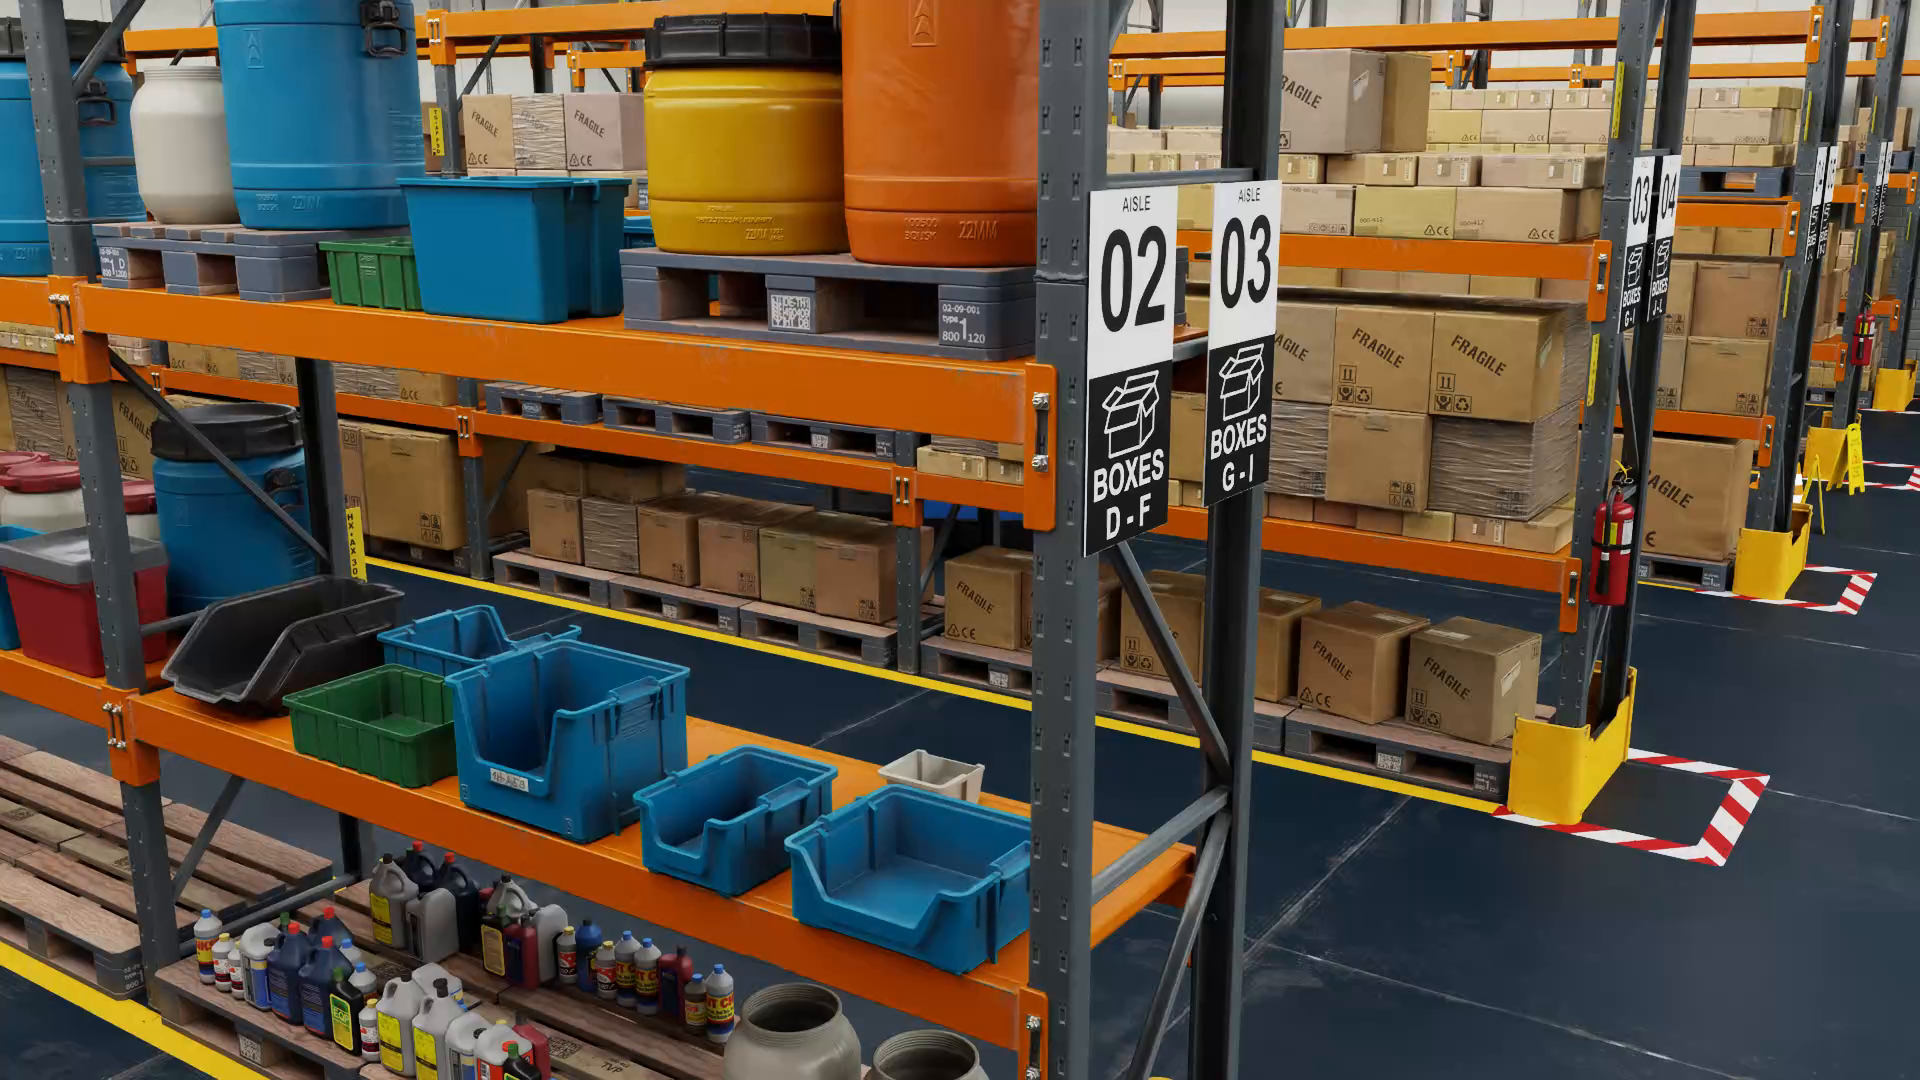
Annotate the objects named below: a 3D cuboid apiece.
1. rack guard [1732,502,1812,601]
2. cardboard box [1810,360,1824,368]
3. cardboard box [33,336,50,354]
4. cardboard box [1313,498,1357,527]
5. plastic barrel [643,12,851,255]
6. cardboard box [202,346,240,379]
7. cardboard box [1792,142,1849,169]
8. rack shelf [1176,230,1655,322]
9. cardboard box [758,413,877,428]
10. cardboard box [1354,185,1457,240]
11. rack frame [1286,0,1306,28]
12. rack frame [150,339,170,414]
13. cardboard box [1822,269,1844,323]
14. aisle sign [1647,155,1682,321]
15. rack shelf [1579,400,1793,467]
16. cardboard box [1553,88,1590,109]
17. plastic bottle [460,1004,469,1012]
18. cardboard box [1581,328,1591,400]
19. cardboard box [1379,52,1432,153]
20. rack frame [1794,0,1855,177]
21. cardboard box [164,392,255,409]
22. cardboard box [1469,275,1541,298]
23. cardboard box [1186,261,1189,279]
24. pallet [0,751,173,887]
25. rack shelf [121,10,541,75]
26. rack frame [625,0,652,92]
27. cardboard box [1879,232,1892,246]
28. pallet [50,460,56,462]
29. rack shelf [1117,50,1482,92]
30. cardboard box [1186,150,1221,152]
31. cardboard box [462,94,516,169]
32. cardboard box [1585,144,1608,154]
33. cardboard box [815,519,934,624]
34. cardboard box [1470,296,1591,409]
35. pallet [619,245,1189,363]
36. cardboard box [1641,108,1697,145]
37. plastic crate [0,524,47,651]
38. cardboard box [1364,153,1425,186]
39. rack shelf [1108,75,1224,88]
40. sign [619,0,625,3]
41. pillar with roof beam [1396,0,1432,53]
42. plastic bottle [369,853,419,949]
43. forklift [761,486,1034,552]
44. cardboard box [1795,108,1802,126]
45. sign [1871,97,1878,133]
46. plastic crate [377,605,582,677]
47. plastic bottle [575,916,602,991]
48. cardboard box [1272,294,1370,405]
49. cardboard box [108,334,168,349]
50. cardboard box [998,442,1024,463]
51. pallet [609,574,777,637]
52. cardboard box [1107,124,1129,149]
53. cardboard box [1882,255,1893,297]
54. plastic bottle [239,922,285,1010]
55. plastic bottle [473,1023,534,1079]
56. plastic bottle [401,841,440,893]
[{"bbox_3d":[6.127,0.063,12.529,0.348,0.500,1.175,9,17,33],"label":"rack guard"},{"bbox_3d":[10.564,-2.329,20.796,0.500,0.250,0.500,9,17,32],"label":"cardboard box"},{"bbox_3d":[-8.416,-1.848,15.569,0.250,0.149,0.380,10,17,34],"label":"cardboard box"},{"bbox_3d":[2.076,-0.189,8.867,0.250,0.149,0.380,9,17,33],"label":"cardboard box"},{"bbox_3d":[-0.527,-1.070,4.394,0.600,0.588,0.600,0,14,0],"label":"plastic barrel"},{"bbox_3d":[-6.043,-1.658,14.068,0.500,0.500,0.500,9,17,33],"label":"cardboard box"},{"bbox_3d":[8.210,-3.697,15.966,0.500,0.250,0.500,9,16,32],"label":"cardboard box"},{"bbox_3d":[1.595,-1.554,9.111,4.000,0.370,1.077,9,17,33],"label":"rack shelf"},{"bbox_3d":[-0.646,-1.344,10.889,1.000,1.000,1.000,9,17,33],"label":"cardboard box"},{"bbox_3d":[2.297,-1.642,8.284,0.500,0.250,0.500,9,17,33],"label":"cardboard box"},{"bbox_3d":[4.914,-7.130,23.897,0.127,3.000,1.000,9,17,33],"label":"rack frame"},{"bbox_3d":[-6.703,-1.788,14.803,0.127,3.000,1.000,9,17,33],"label":"rack frame"},{"bbox_3d":[8.547,-2.466,16.716,0.500,0.500,0.500,9,16,32],"label":"cardboard box"},{"bbox_3d":[3.473,-1.492,8.197,0.004,0.787,0.394,9,17,33],"label":"aisle sign"},{"bbox_3d":[4.447,-1.073,13.412,4.000,0.370,1.077,9,17,33],"label":"rack shelf"},{"bbox_3d":[4.583,-3.276,12.352,0.250,0.149,0.380,9,16,32],"label":"cardboard box"},{"bbox_3d":[-1.696,1.686,5.679,0.097,0.201,0.097,0,14,0],"label":"plastic bottle"},{"bbox_3d":[4.910,-1.437,13.073,0.550,0.550,0.875,9,17,33],"label":"cardboard box"},{"bbox_3d":[2.173,-2.323,8.855,0.500,0.500,0.500,9,17,33],"label":"cardboard box"},{"bbox_3d":[6.107,-4.066,11.521,0.127,3.000,1.000,9,17,33],"label":"rack frame"},{"bbox_3d":[-6.160,-0.878,14.677,0.875,0.875,1.225,9,17,33],"label":"cardboard box"},{"bbox_3d":[4.411,-2.011,13.145,0.500,0.550,0.875,9,17,33],"label":"cardboard box"},{"bbox_3d":[1.944,-2.358,14.818,0.500,0.500,0.700,9,16,32],"label":"cardboard box"},{"bbox_3d":[-4.519,1.365,7.869,1.213,0.211,1.003,9,17,33],"label":"pallet"},{"bbox_3d":[-5.043,-3.888,13.133,4.000,0.370,1.077,9,17,33],"label":"rack shelf"},{"bbox_3d":[-4.491,-7.212,24.231,0.127,3.000,1.000,9,17,33],"label":"rack frame"},{"bbox_3d":[11.138,-3.658,20.182,0.250,0.149,0.380,9,17,33],"label":"cardboard box"},{"bbox_3d":[-8.307,-0.715,16.273,1.213,0.211,1.003,9,17,33],"label":"pallet"},{"bbox_3d":[2.147,-4.237,20.368,8.000,3.170,1.077,9,17,33],"label":"rack shelf"},{"bbox_3d":[1.463,-2.130,9.425,0.250,0.149,0.380,10,17,35],"label":"cardboard box"},{"bbox_3d":[-3.137,-2.884,11.741,0.500,0.500,0.500,9,17,33],"label":"cardboard box"},{"bbox_3d":[4.797,-2.854,12.308,0.250,0.149,0.380,9,16,32],"label":"cardboard box"},{"bbox_3d":[-0.562,0.198,11.066,0.500,0.500,0.700,8,16,29],"label":"cardboard box"},{"bbox_3d":[2.950,-0.985,8.651,0.500,0.500,0.500,9,17,33],"label":"cardboard box"},{"bbox_3d":[-0.142,-0.686,4.501,1.213,0.211,1.003,9,17,33],"label":"pallet"},{"bbox_3d":[5.130,-3.011,12.113,0.500,0.250,0.500,9,17,33],"label":"cardboard box"},{"bbox_3d":[-3.918,0.195,6.828,0.575,0.384,0.392,9,17,33],"label":"plastic crate"},{"bbox_3d":[2.190,-1.832,8.223,0.250,0.149,0.380,9,17,33],"label":"cardboard box"},{"bbox_3d":[3.255,-6.854,25.115,4.000,0.370,1.077,9,17,33],"label":"rack shelf"},{"bbox_3d":[-4.806,-7.633,23.656,0.005,0.325,0.100,9,17,33],"label":"sign"},{"bbox_3d":[4.097,-6.276,20.449,0.400,9.000,9.100,9,17,33],"label":"pillar with roof beam"},{"bbox_3d":[-2.214,1.403,6.512,0.185,0.351,0.144,9,17,33],"label":"plastic bottle"},{"bbox_3d":[-3.255,-0.910,11.399,7.733,2.935,5.949,1,14,5],"label":"forklift"},{"bbox_3d":[10.255,-5.070,20.528,0.500,0.500,0.700,9,17,33],"label":"cardboard box"},{"bbox_3d":[8.459,-3.932,15.381,0.005,0.325,0.100,9,17,33],"label":"sign"},{"bbox_3d":[-1.759,0.439,6.116,0.616,0.251,0.499,9,17,33],"label":"plastic crate"},{"bbox_3d":[-1.376,1.528,6.170,0.097,0.271,0.097,0,14,0],"label":"plastic bottle"},{"bbox_3d":[1.829,-1.015,8.772,0.500,0.500,0.500,9,17,33],"label":"cardboard box"},{"bbox_3d":[-7.216,-1.866,14.813,0.500,0.250,0.500,9,16,32],"label":"cardboard box"},{"bbox_3d":[0.670,-0.761,9.828,0.500,0.500,0.875,9,17,33],"label":"cardboard box"},{"bbox_3d":[-1.728,0.371,11.885,1.213,0.211,1.003,9,17,33],"label":"pallet"},{"bbox_3d":[1.210,-3.547,14.769,0.500,0.311,0.500,8,16,31],"label":"cardboard box"},{"bbox_3d":[11.296,-3.315,20.764,0.500,0.500,0.500,10,17,35],"label":"cardboard box"},{"bbox_3d":[-2.525,1.549,6.075,0.135,0.276,0.152,10,17,35],"label":"plastic bottle"},{"bbox_3d":[-1.472,1.720,5.387,0.135,0.276,0.152,9,17,33],"label":"plastic bottle"},{"bbox_3d":[-2.134,1.374,6.628,0.185,0.351,0.144,9,16,31],"label":"plastic bottle"}]
